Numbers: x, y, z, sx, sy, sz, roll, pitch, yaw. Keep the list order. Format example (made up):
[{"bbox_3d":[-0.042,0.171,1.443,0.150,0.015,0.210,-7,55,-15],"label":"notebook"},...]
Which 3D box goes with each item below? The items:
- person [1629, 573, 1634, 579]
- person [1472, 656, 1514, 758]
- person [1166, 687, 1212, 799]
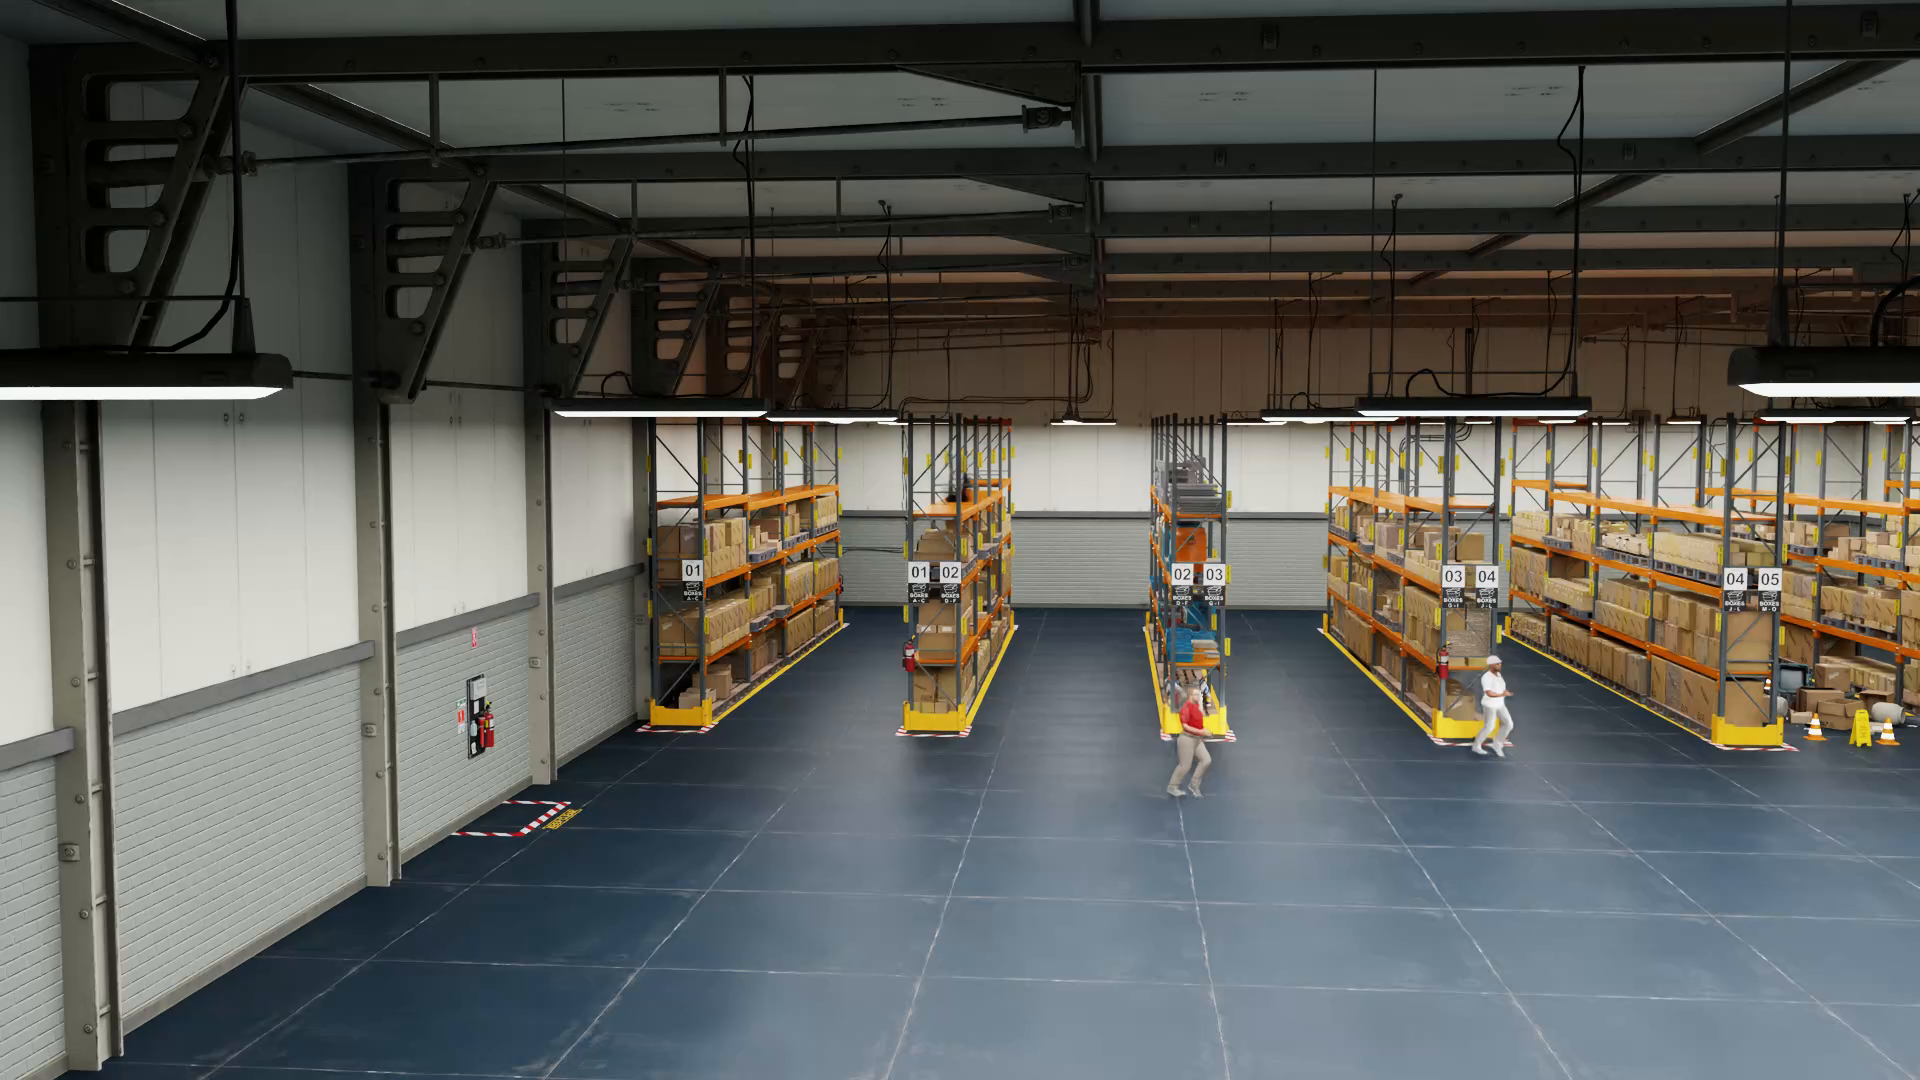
[{"bbox_3d":[19.062,1.668,47.172,0.534,1.734,0.718,0,4,5],"label":"person"},{"bbox_3d":[9.311,2.904,28.924,0.683,1.786,0.731,-3,5,-42],"label":"person"},{"bbox_3d":[3.568,3.158,25.705,0.729,1.780,0.633,2,4,29],"label":"person"}]
